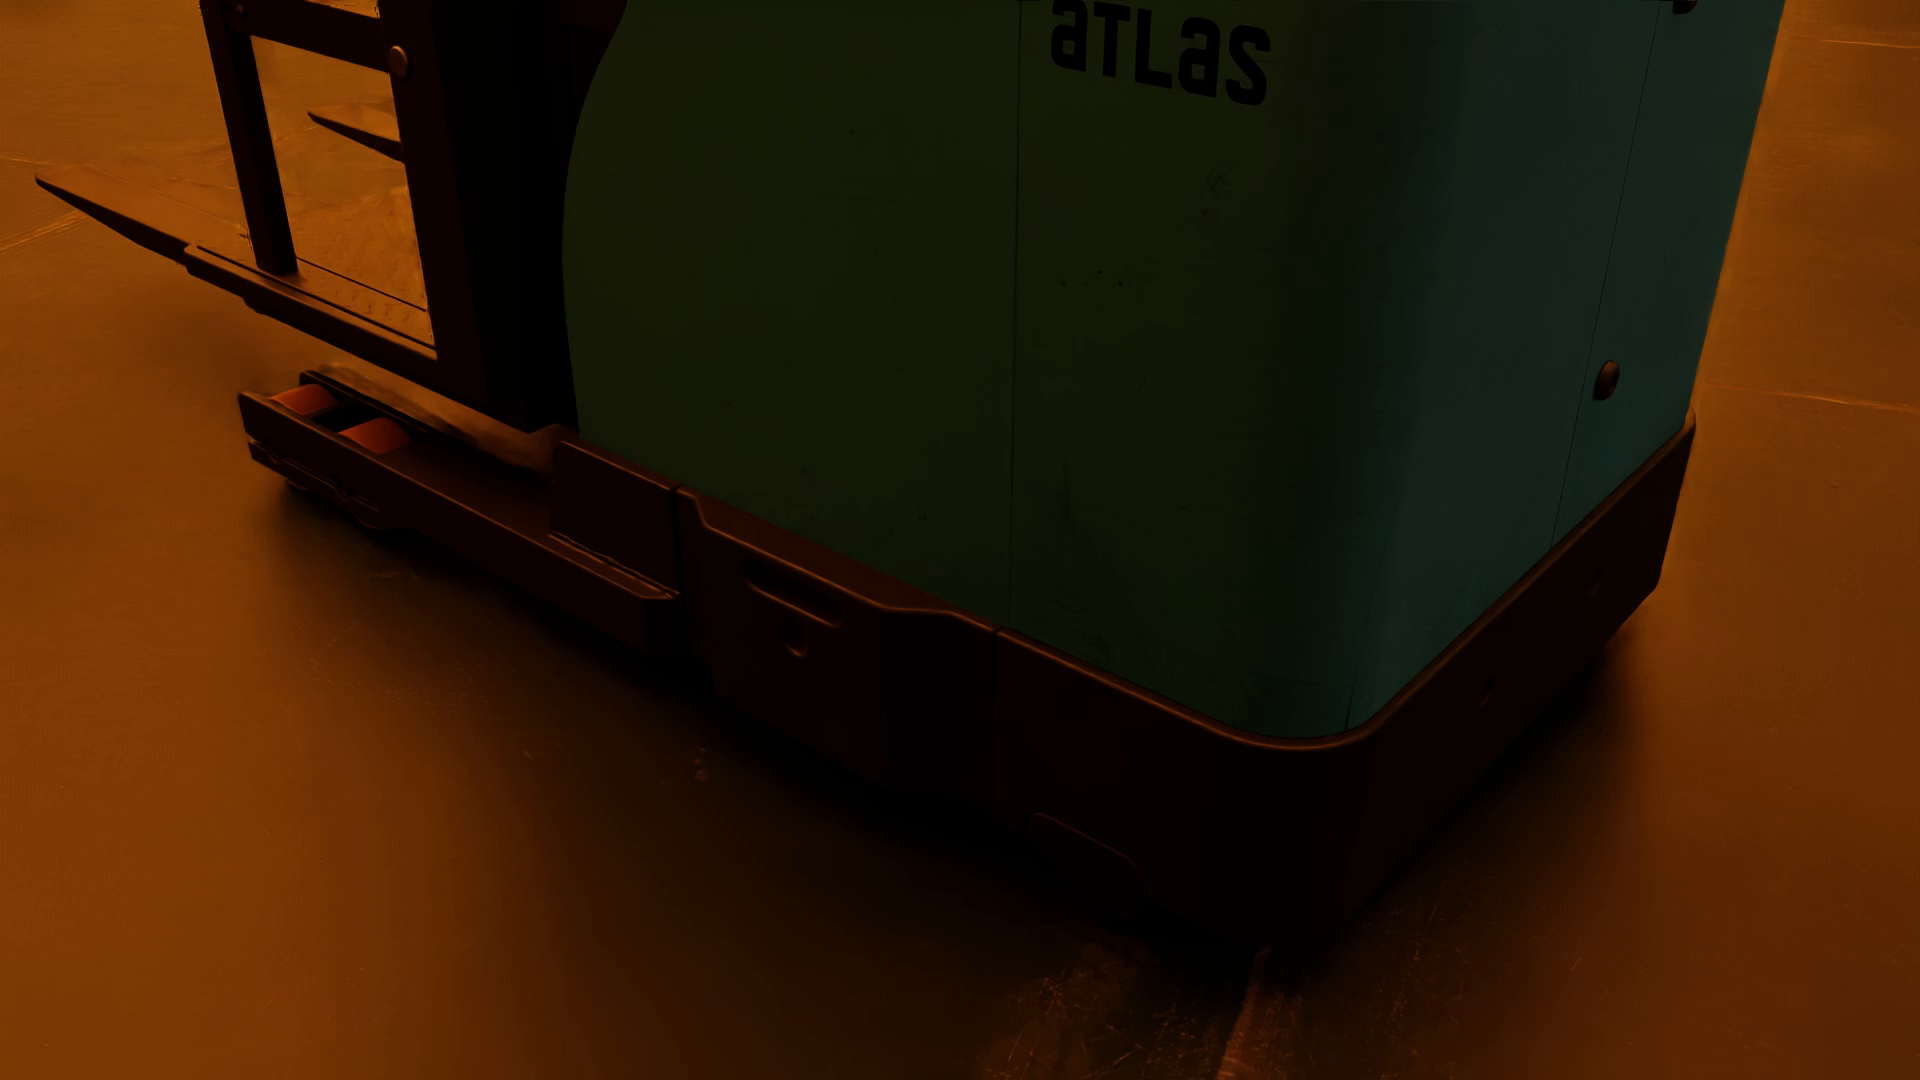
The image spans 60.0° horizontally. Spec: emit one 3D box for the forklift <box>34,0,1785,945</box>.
[{"bbox_3d":[-0.496,-1.468,2.118,3.031,2.935,1.130,23,37,34],"label":"forklift"}]
